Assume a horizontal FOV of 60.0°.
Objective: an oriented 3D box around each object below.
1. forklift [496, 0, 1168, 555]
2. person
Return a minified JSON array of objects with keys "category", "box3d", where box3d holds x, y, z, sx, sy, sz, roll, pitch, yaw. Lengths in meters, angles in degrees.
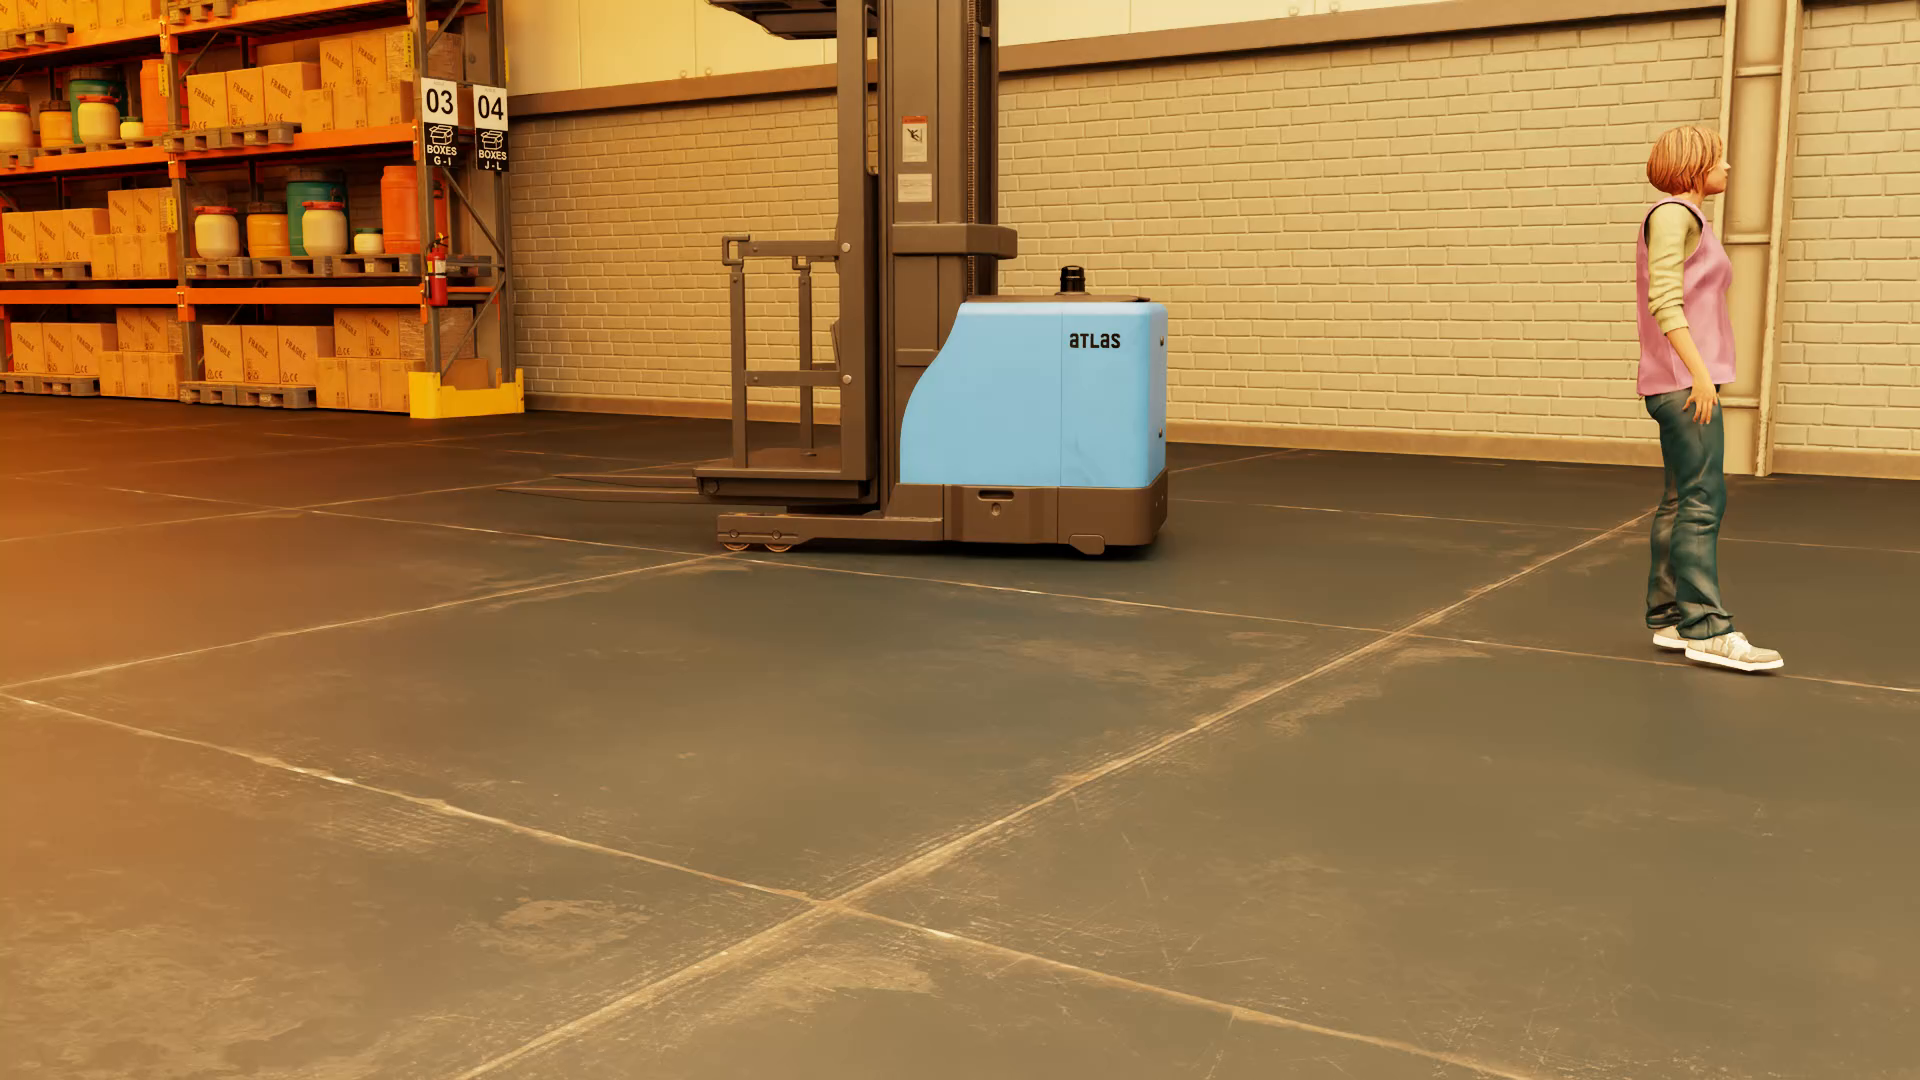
[{"category":"forklift","box3d":[-0.596,-1.469,7.520,3.031,2.935,1.130,2,8,12]},{"category":"person","box3d":[2.273,-0.446,5.013,0.475,1.596,0.520,4,9,26]}]
